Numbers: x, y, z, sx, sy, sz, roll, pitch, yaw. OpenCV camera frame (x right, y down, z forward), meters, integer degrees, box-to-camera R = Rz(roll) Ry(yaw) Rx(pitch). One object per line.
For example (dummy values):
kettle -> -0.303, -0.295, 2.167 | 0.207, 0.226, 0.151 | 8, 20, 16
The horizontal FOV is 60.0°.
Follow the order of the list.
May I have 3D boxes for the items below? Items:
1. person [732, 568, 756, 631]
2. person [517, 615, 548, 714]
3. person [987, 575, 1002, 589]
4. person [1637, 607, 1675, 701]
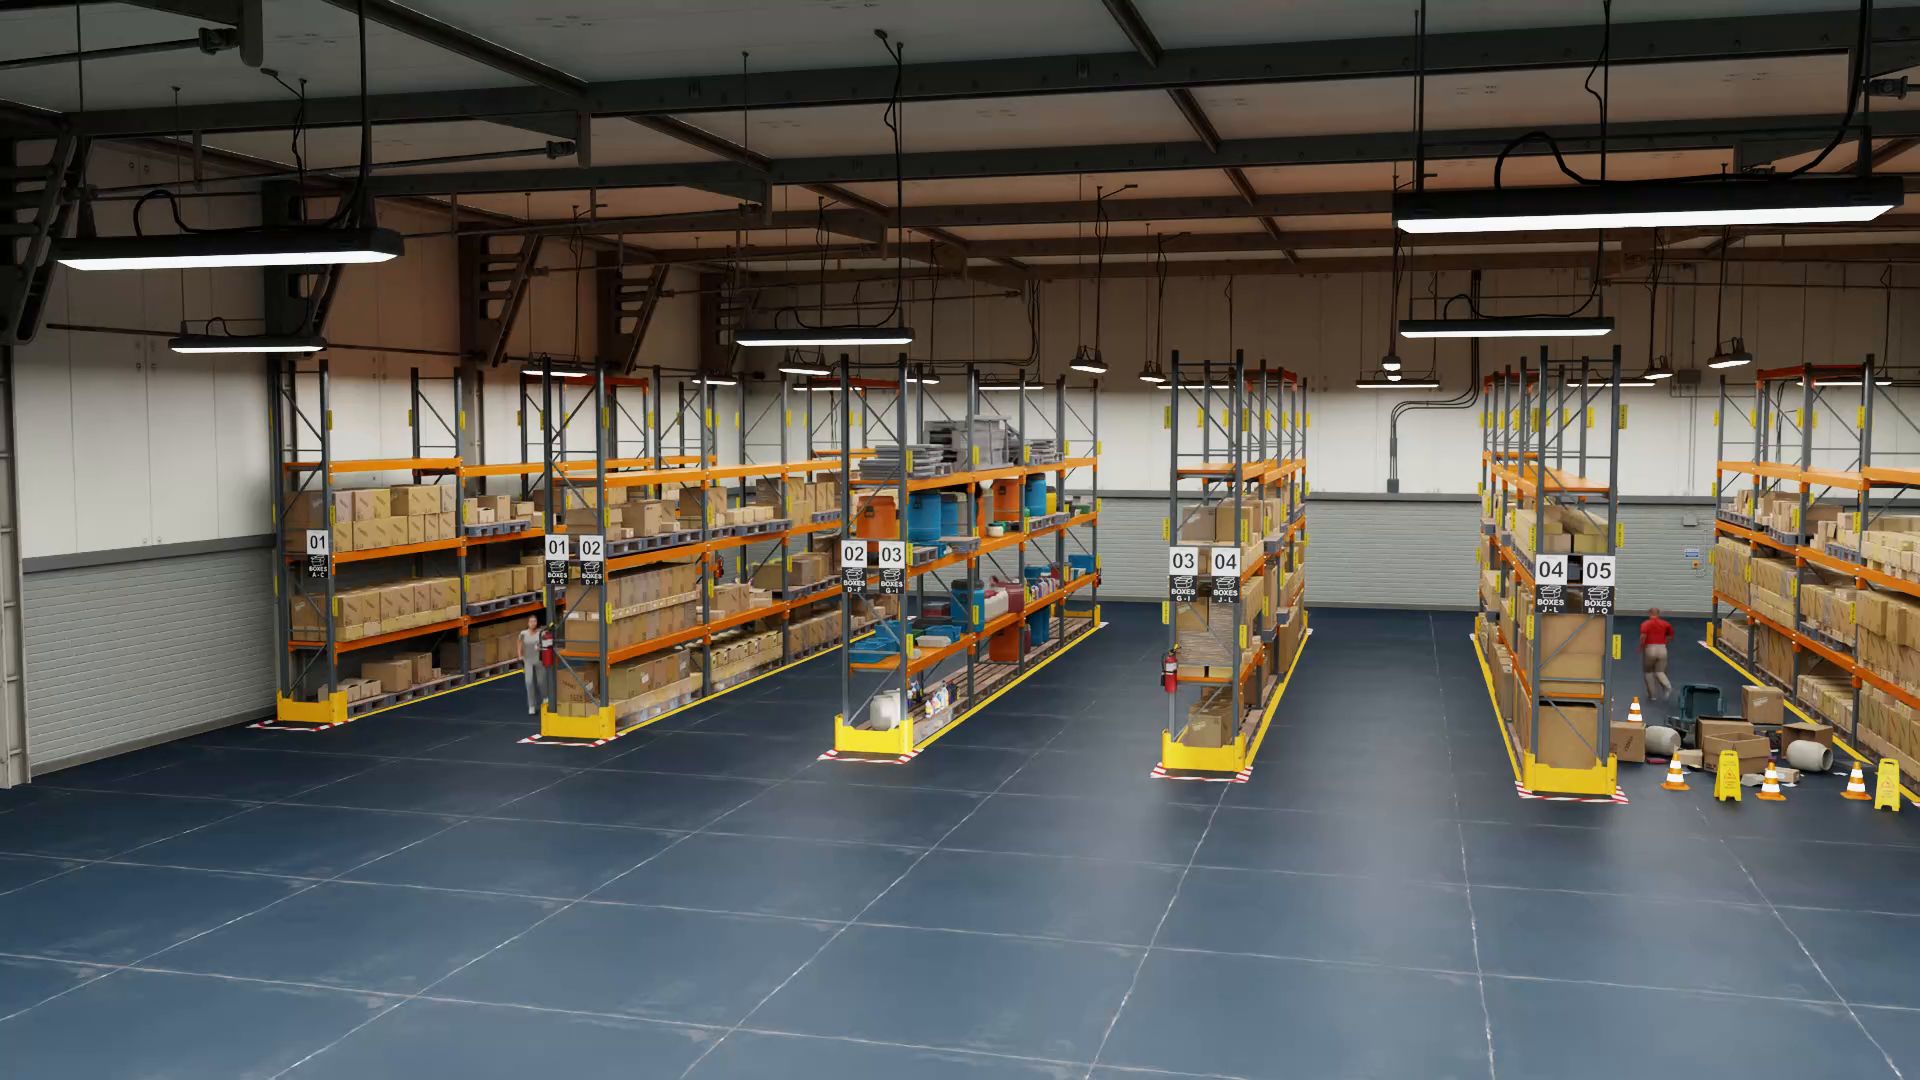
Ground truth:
person -> -4.902, 1.435, 37.729 | 0.689, 1.708, 0.629 | 2, 4, 21
person -> -7.295, 2.096, 28.474 | 0.578, 1.647, 0.993 | 0, 4, -7
person -> 0.915, 1.515, 38.314 | 0.569, 1.458, 0.882 | 2, 5, 29
person -> 12.453, 2.044, 29.693 | 0.658, 1.678, 0.776 | 0, 4, 1
